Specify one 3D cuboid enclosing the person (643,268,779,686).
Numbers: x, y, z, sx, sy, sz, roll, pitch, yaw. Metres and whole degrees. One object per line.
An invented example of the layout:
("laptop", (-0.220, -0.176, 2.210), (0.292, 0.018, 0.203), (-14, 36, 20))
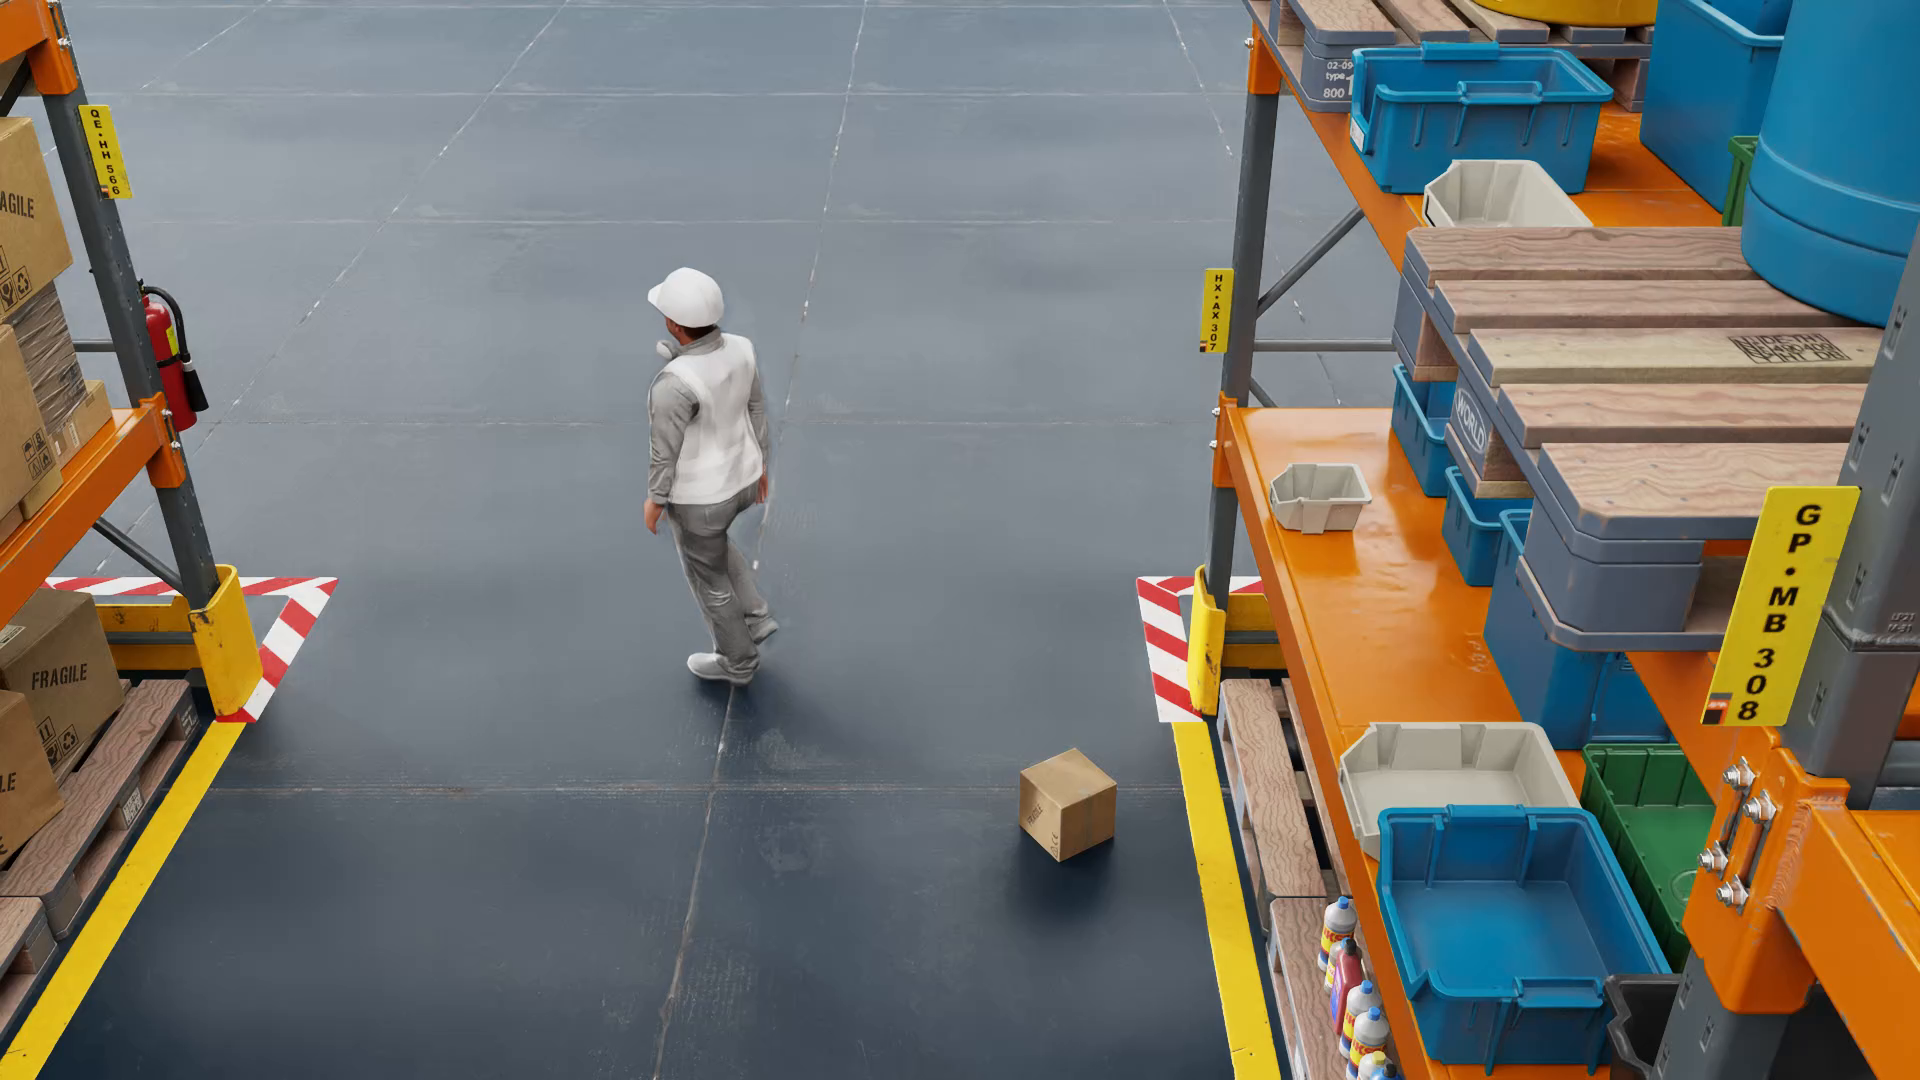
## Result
("person", (-1.000, -0.222, 6.443), (0.438, 1.790, 0.546), (16, 35, 24))
